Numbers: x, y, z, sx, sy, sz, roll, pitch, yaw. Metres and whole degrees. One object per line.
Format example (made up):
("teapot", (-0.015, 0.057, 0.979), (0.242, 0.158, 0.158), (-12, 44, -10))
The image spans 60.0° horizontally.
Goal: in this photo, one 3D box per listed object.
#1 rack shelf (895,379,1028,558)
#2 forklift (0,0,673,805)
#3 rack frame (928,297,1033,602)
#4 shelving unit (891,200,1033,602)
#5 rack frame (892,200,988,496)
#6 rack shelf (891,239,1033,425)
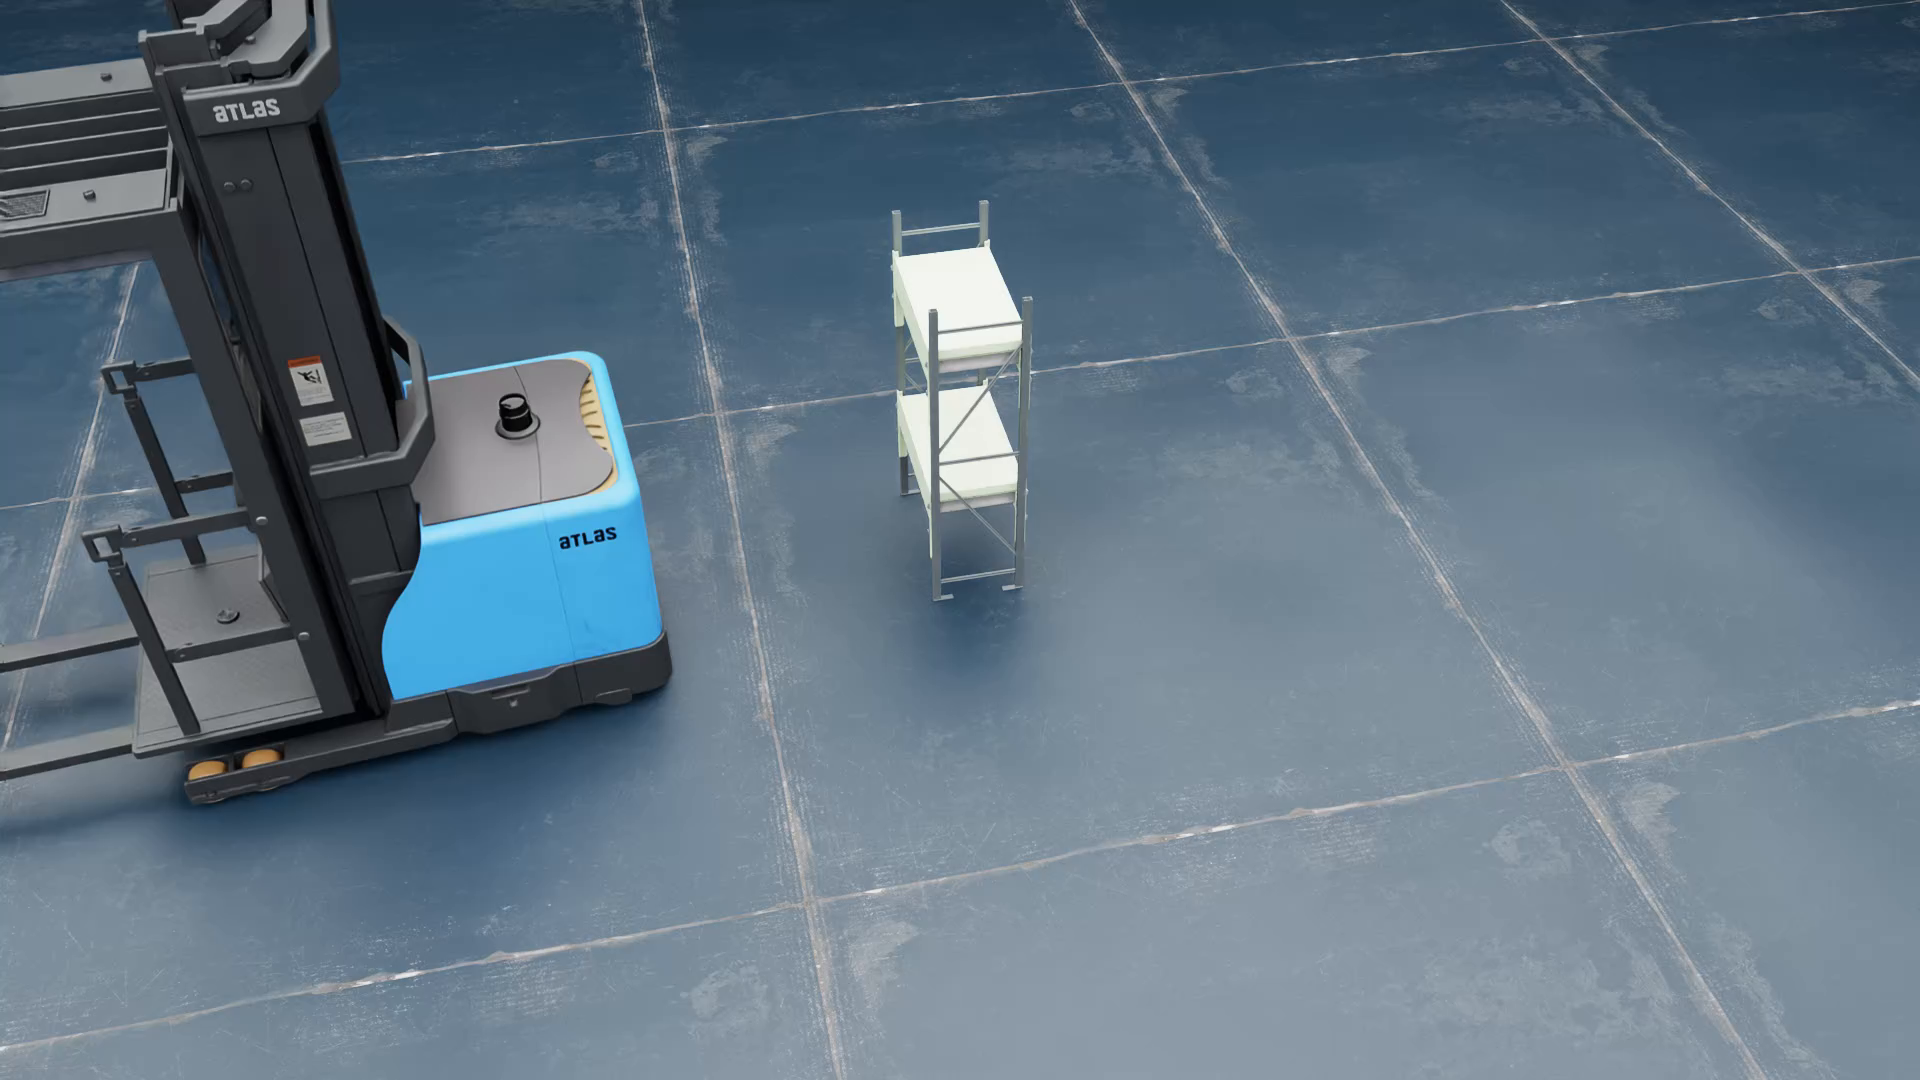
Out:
("rack shelf", (-0.001, -0.321, 7.255), (0.431, 0.370, 0.720), (-8, 42, -9))
("forklift", (-2.754, -0.481, 5.866), (3.031, 2.935, 1.130), (-12, 43, -13))
("rack frame", (0.078, -0.328, 6.771), (0.400, 1.500, 0.023), (-8, 42, -9))
("shelving unit", (-0.001, -0.565, 7.039), (0.431, 1.500, 0.755), (-8, 42, -9))
("rack frame", (-0.080, -0.802, 7.306), (0.400, 1.500, 0.023), (-8, 42, -9))
("rack shelf", (-0.001, -0.857, 6.780), (0.431, 0.370, 0.720), (-8, 42, -9))
